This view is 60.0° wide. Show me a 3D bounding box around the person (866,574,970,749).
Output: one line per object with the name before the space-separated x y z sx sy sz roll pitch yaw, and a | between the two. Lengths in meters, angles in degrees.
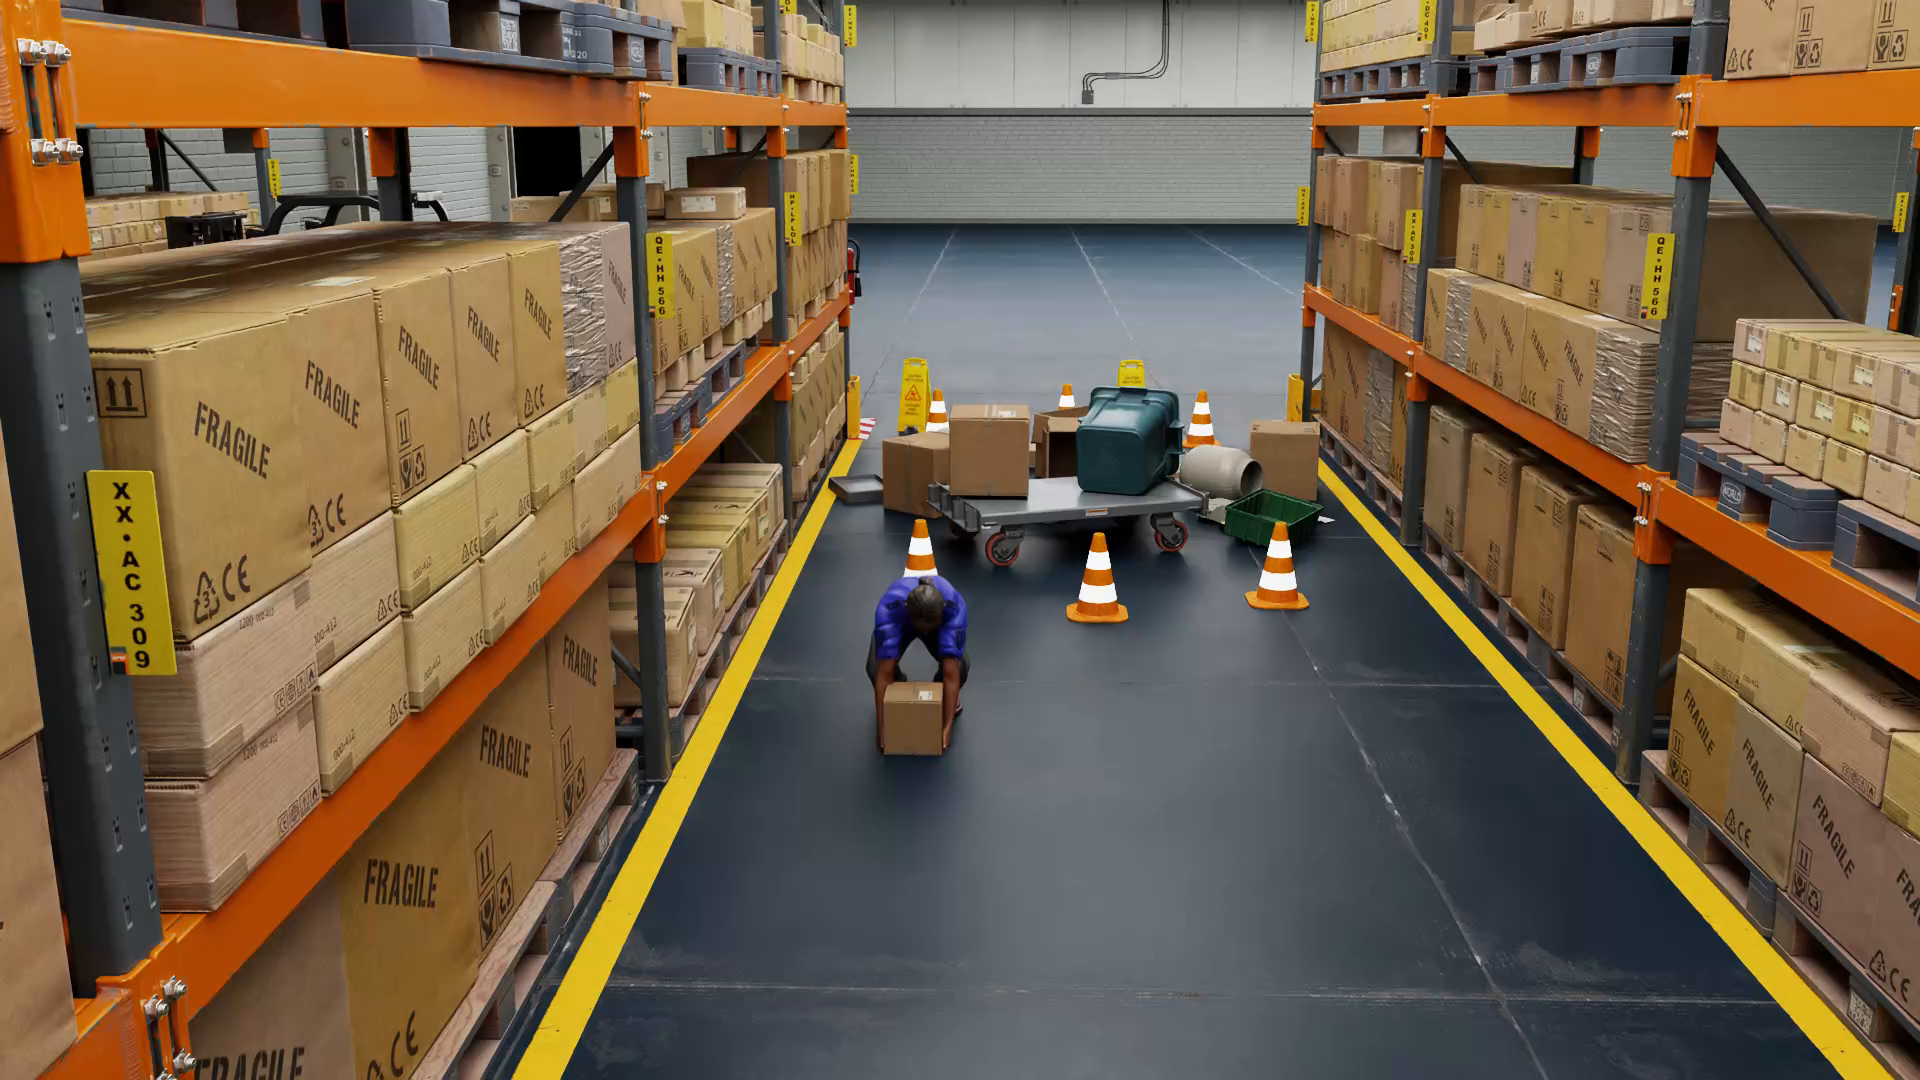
person | -0.188 0.499 7.551 0.472 0.807 0.844 0 14 1
